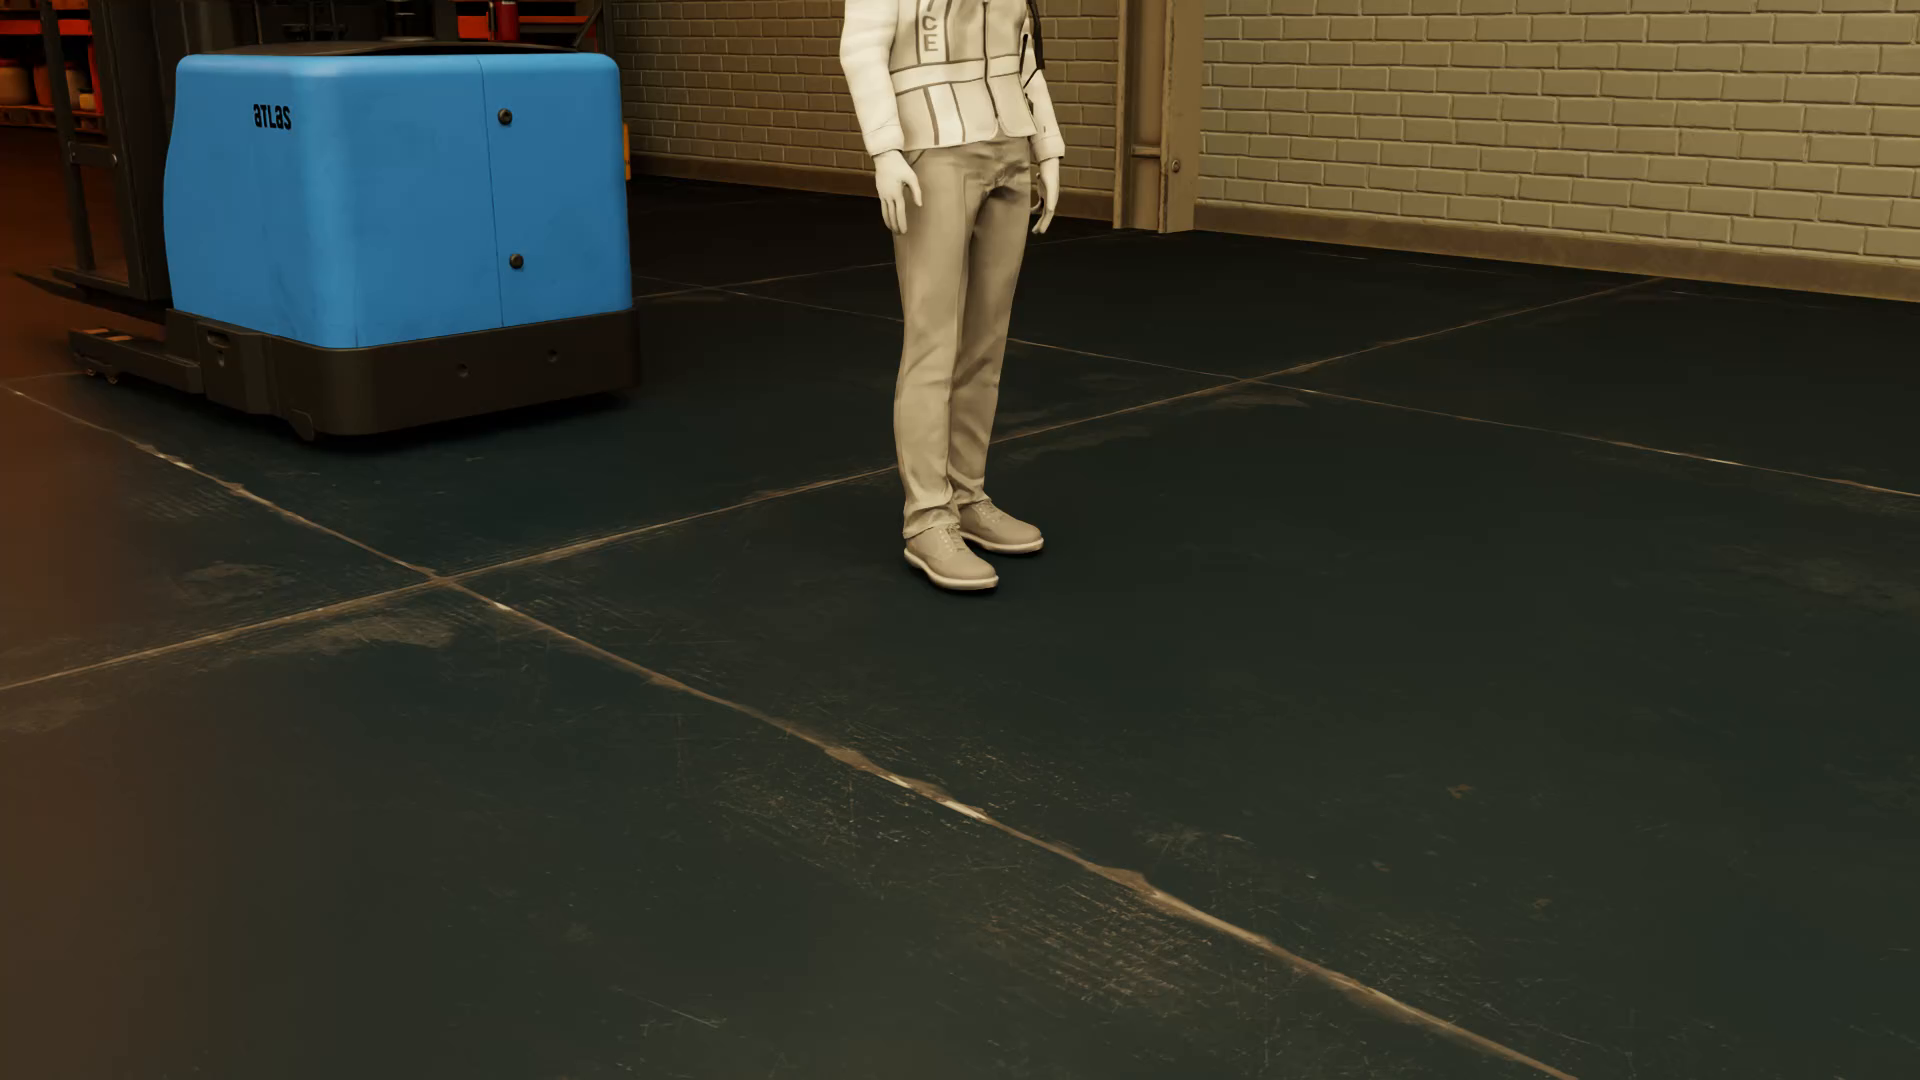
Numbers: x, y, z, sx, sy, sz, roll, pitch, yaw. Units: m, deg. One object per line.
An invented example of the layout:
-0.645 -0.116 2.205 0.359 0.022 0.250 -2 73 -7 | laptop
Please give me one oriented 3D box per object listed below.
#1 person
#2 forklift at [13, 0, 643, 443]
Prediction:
0.043 -0.801 3.594 0.533 1.696 0.588 16 23 42 | person
-2.425 -2.023 5.482 3.031 2.935 1.130 15 23 41 | forklift
